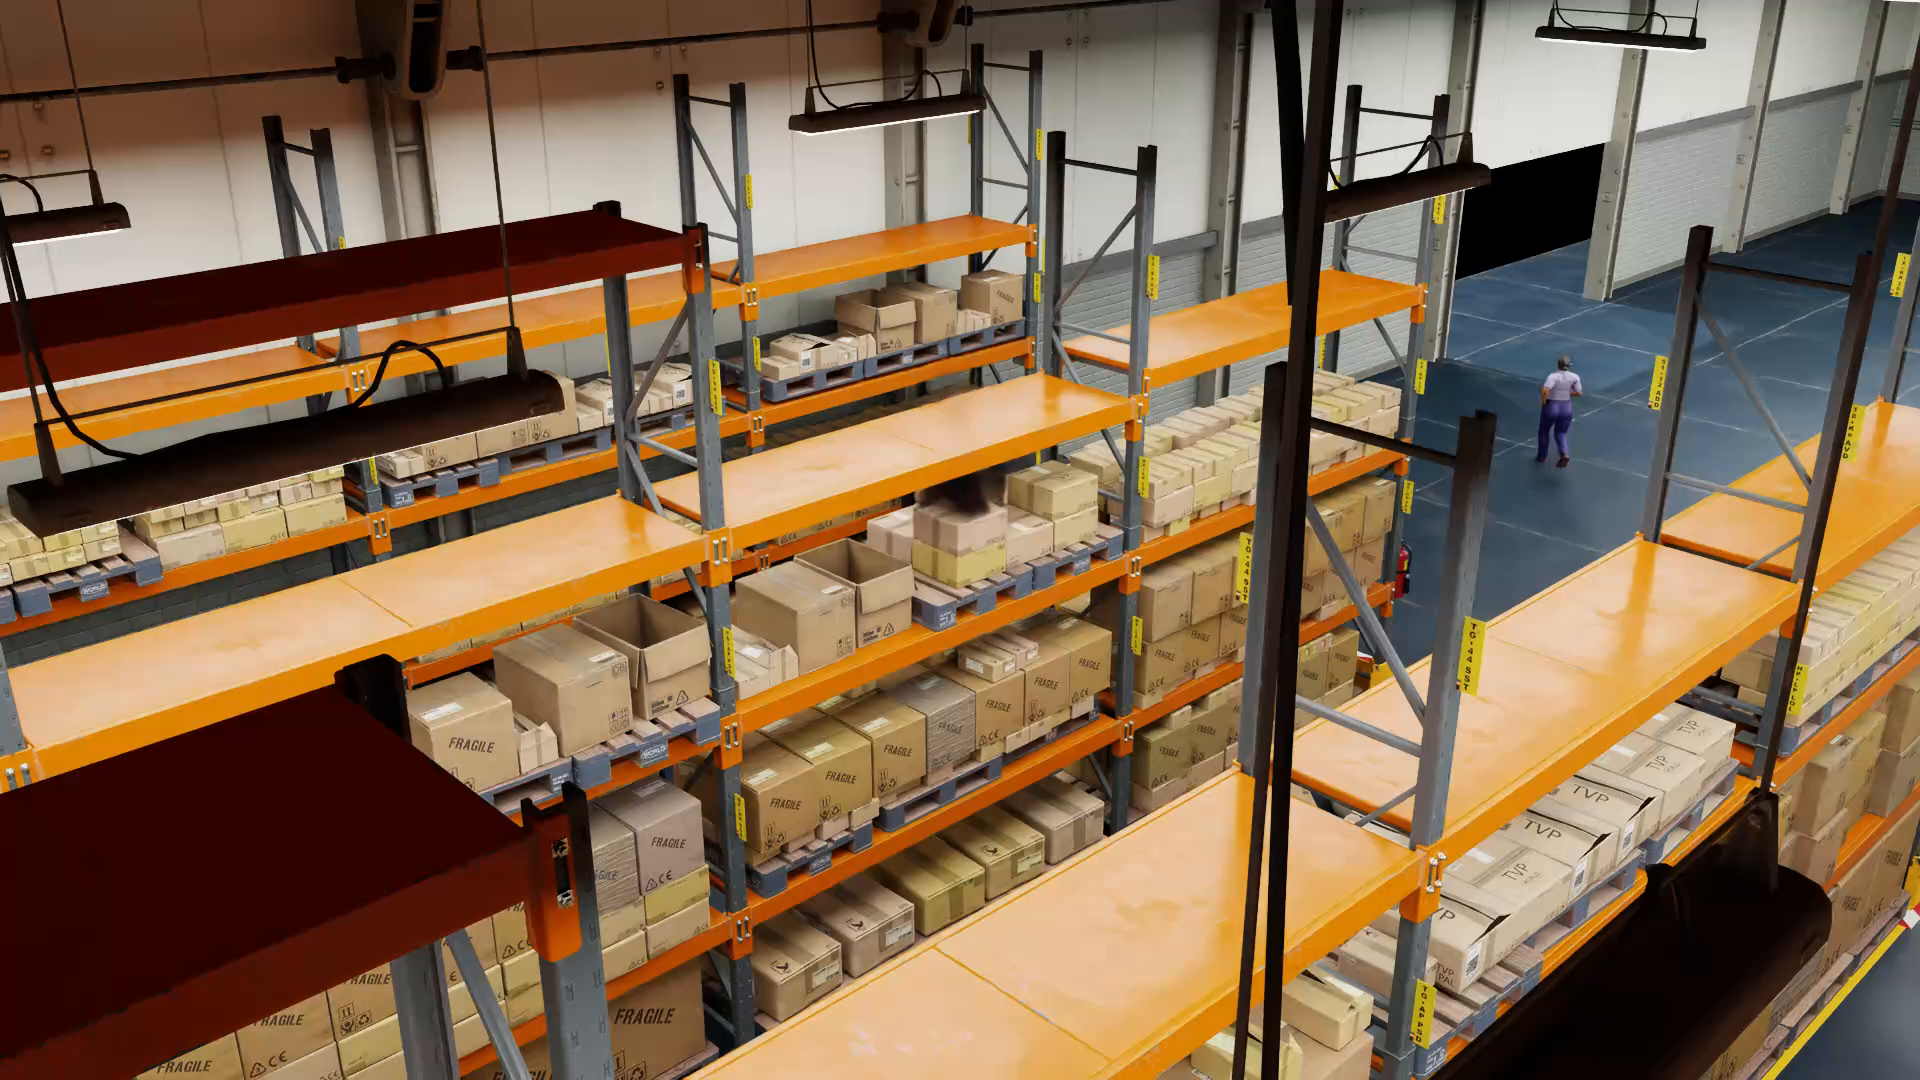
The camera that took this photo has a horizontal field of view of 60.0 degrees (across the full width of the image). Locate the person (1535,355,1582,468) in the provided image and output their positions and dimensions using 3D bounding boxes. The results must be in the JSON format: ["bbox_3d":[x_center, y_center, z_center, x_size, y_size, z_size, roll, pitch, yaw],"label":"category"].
[{"bbox_3d":[8.241,-1.752,22.959,0.609,1.645,0.891,1,22,2],"label":"person"}]
